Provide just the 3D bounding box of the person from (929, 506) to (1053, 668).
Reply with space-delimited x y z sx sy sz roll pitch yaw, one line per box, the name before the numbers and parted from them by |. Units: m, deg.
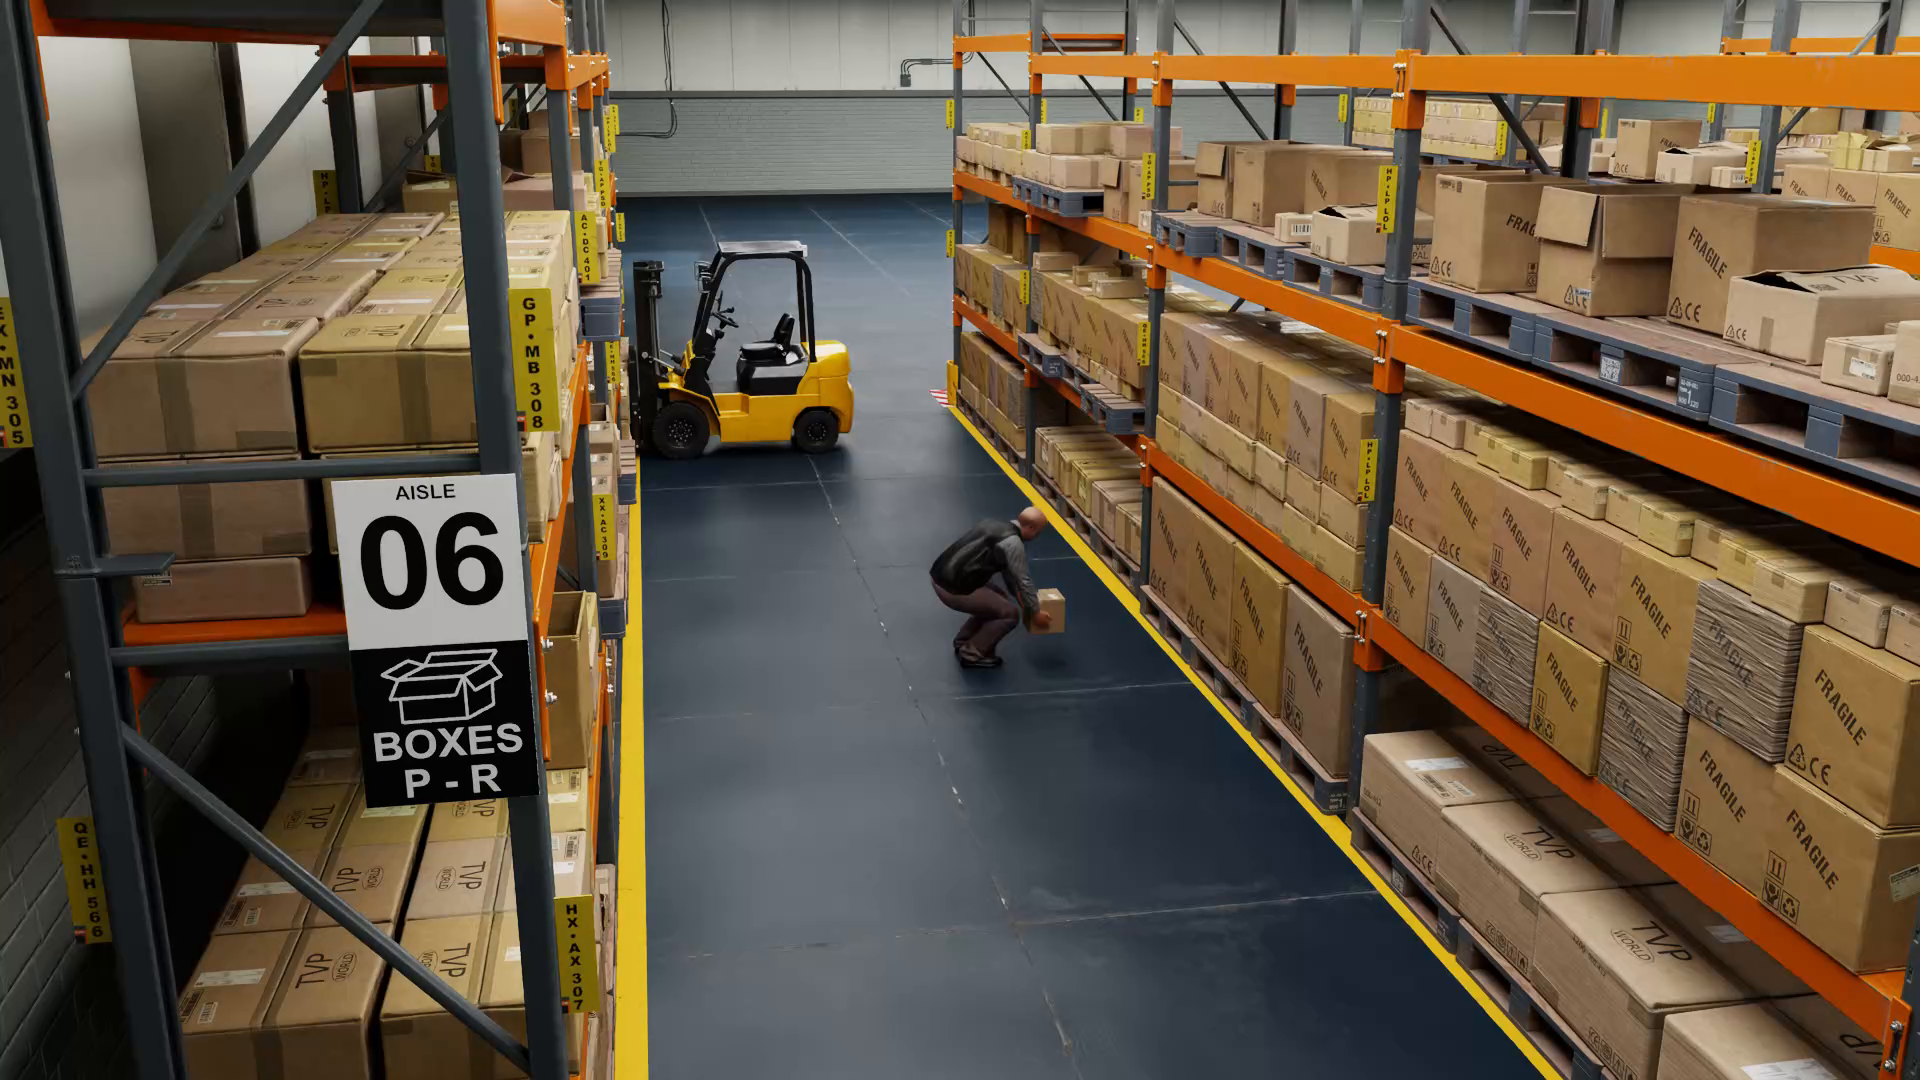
person | 0.203 0.310 11.664 0.830 1.082 0.556 -3 17 -11
